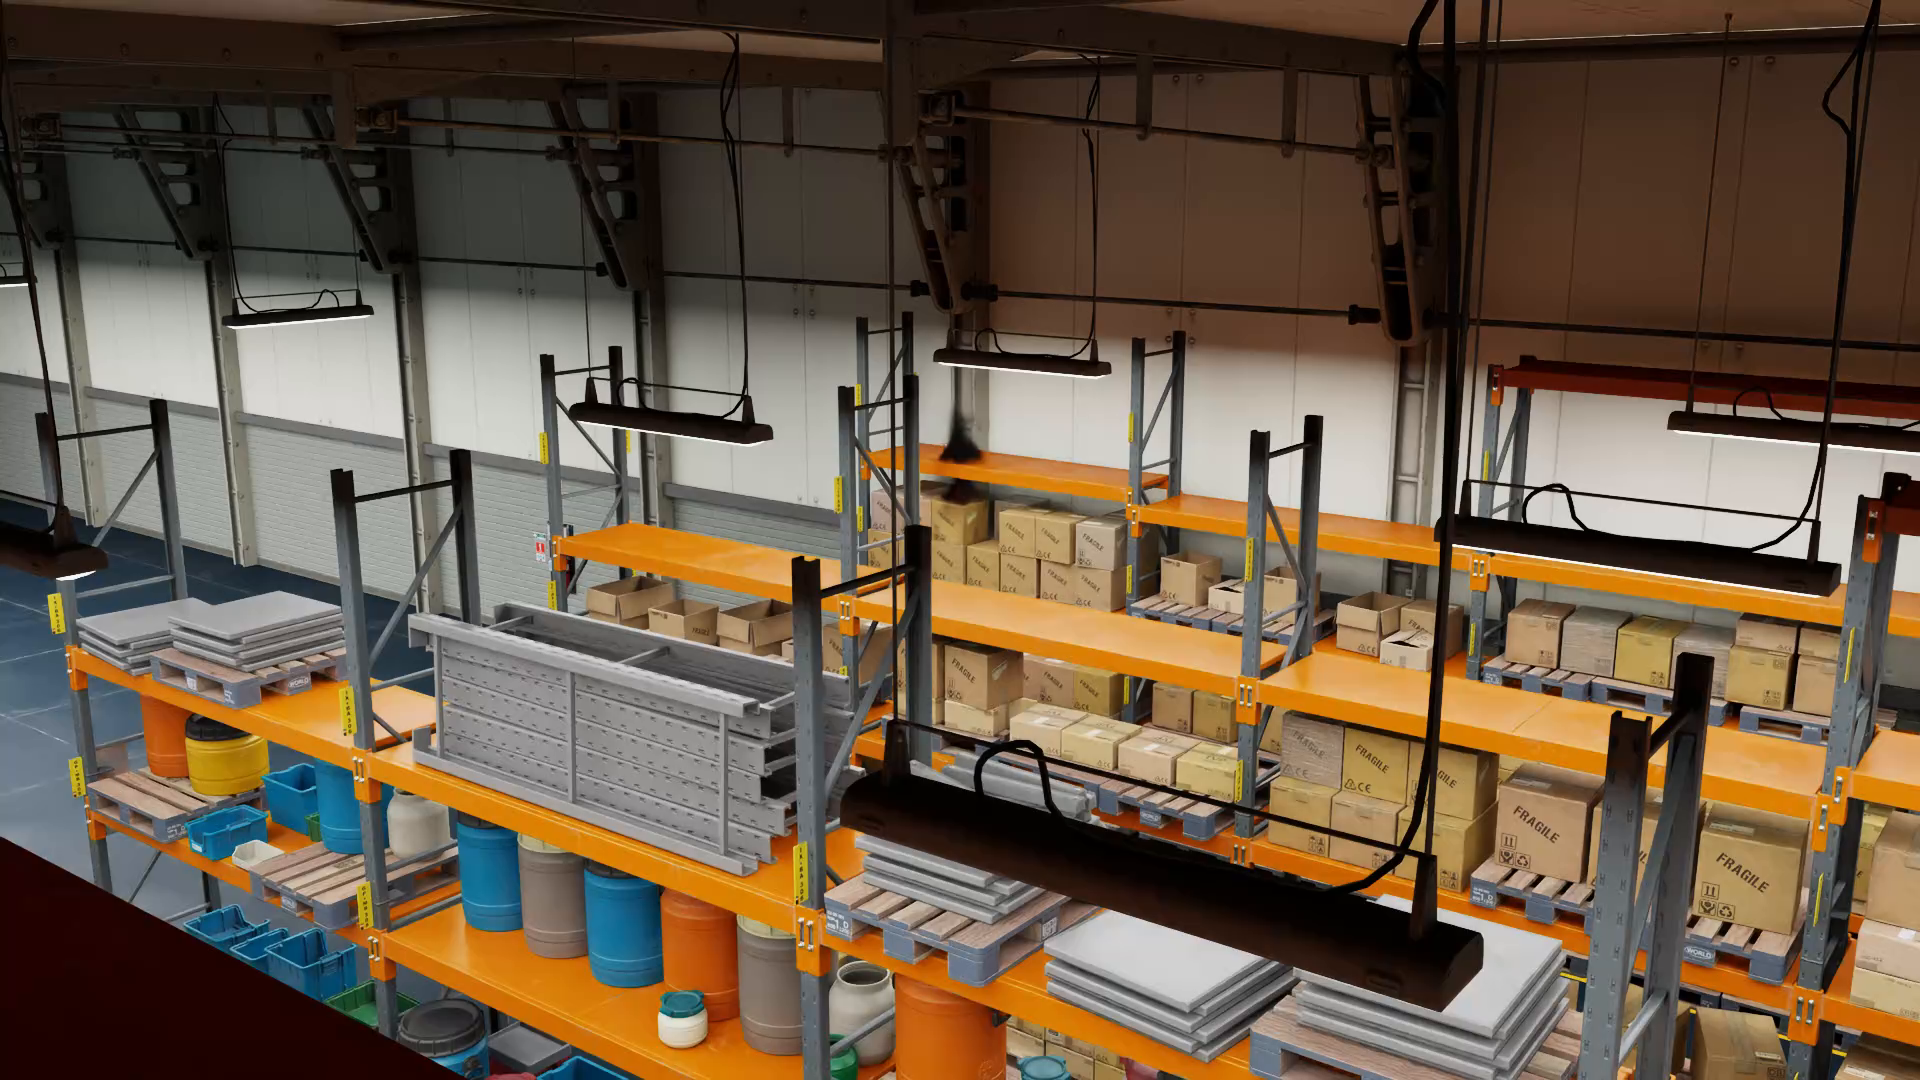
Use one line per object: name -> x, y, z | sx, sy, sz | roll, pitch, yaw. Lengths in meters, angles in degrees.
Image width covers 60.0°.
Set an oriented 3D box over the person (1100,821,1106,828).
person -> 1.212, 3.174, 18.025 | 0.610, 1.607, 0.620 | 11, 17, 39
